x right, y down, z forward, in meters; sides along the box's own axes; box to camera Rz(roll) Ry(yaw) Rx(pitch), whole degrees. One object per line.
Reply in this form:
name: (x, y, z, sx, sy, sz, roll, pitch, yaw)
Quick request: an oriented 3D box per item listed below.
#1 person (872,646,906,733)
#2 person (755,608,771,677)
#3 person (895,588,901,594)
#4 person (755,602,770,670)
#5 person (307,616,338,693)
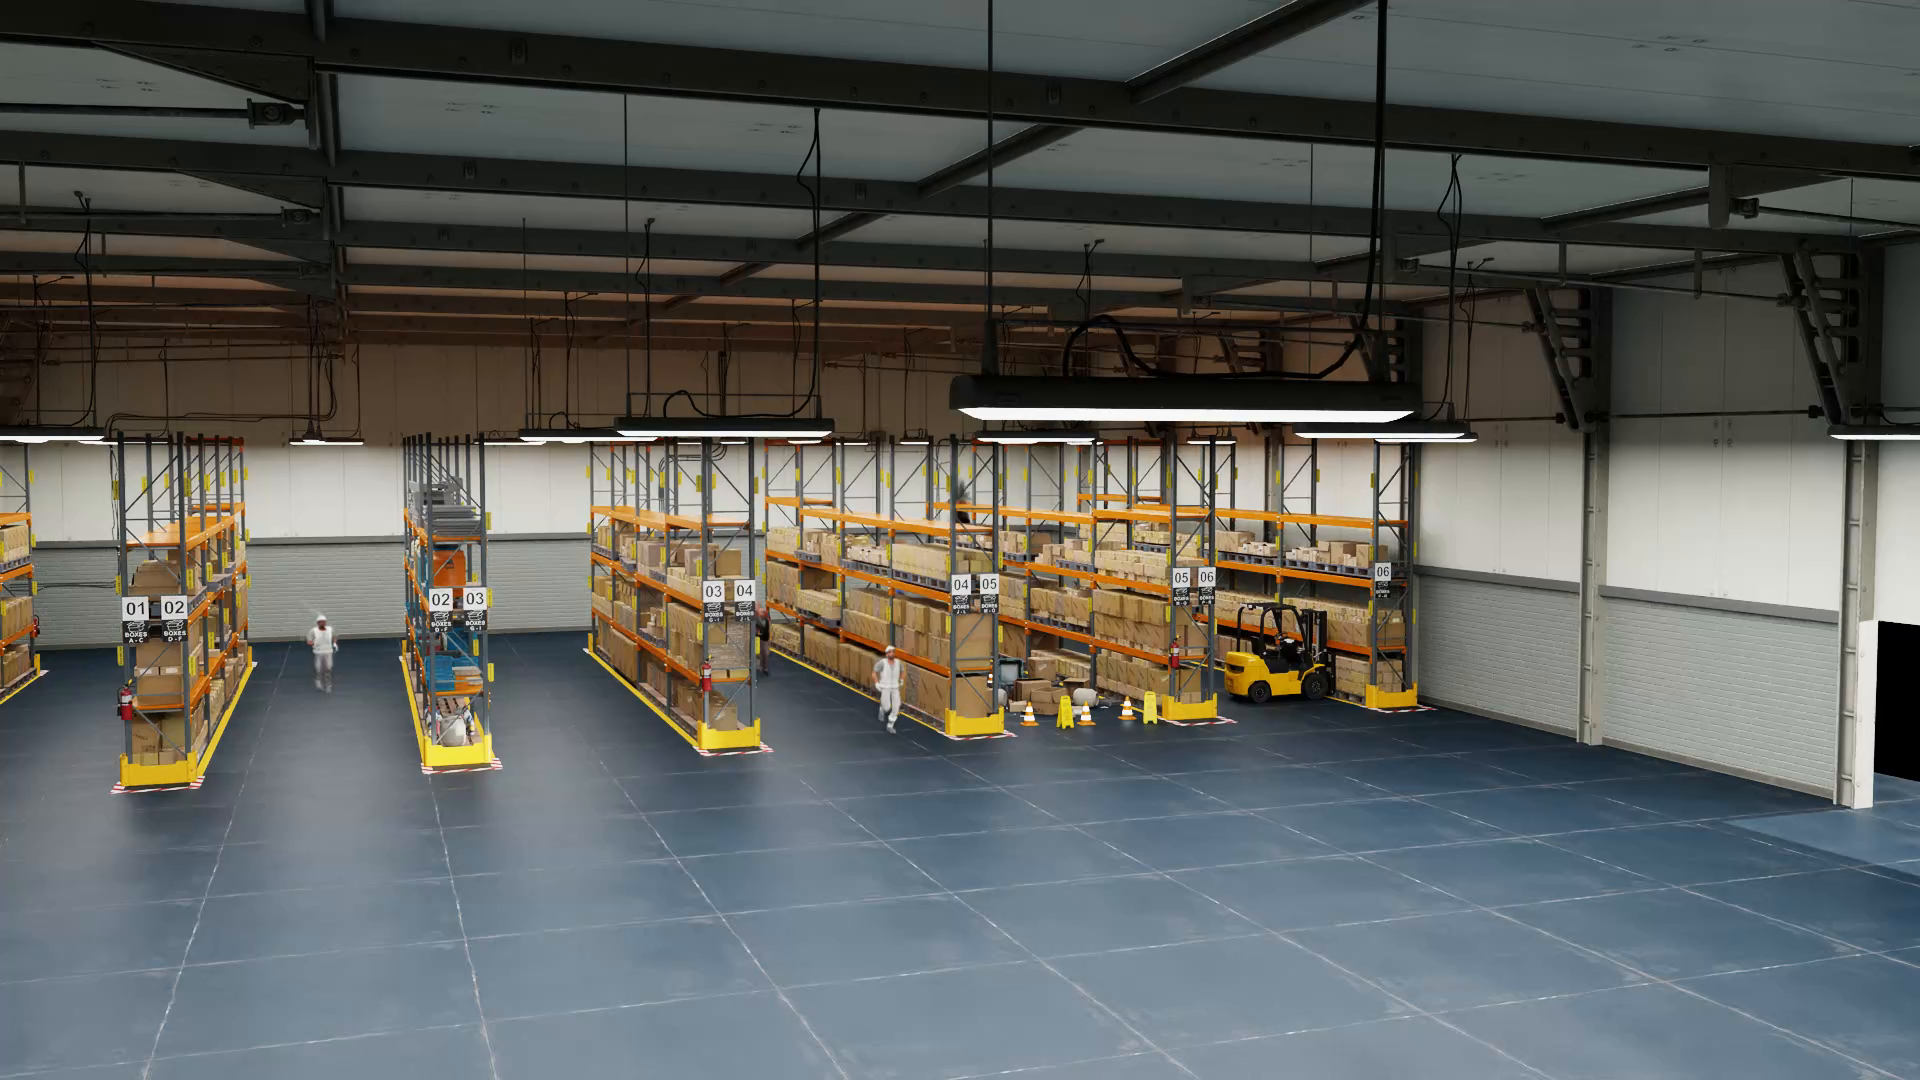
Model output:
person: (-1.421, 3.001, 33.558, 0.700, 1.738, 0.598, -1, 3, -18)
person: (-5.038, 2.547, 41.847, 0.646, 1.712, 0.927, -2, 4, -32)
person: (-1.969, 2.070, 51.015, 0.766, 1.694, 0.580, -1, 3, -18)
person: (-5.234, 2.453, 43.075, 0.662, 1.716, 0.989, -2, 4, -29)
person: (-14.880, 2.651, 38.833, 0.683, 1.778, 1.003, -2, 4, -30)
